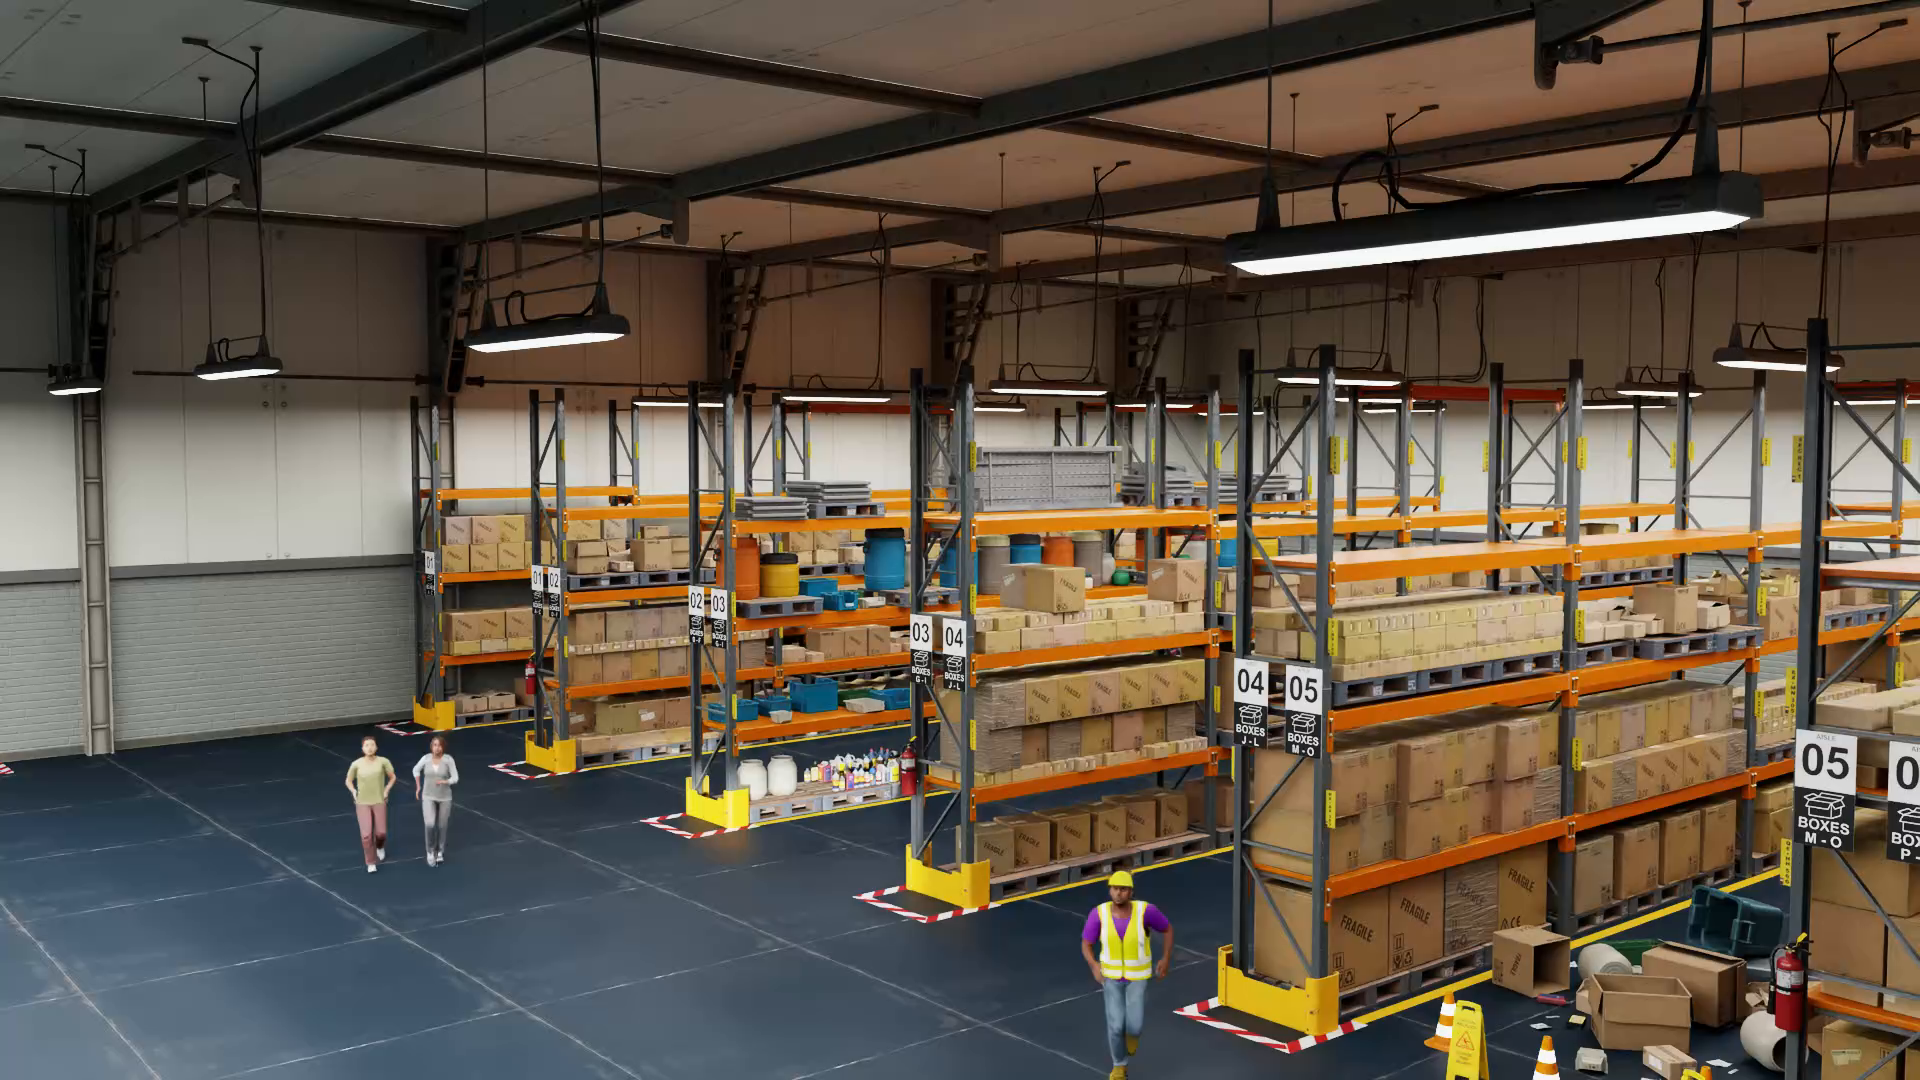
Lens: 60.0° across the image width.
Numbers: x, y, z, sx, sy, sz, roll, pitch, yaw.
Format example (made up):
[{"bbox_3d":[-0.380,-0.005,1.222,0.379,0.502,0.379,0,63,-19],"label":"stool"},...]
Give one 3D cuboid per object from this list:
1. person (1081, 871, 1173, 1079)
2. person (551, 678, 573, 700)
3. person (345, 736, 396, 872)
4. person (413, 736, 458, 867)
[{"bbox_3d":[1.336,3.516,13.403,0.733,1.725,0.658,1,3,11],"label":"person"},{"bbox_3d":[-6.758,2.608,28.498,0.576,1.744,0.649,-3,4,-41],"label":"person"},{"bbox_3d":[-7.103,3.167,20.049,0.578,1.620,0.567,-1,4,-19],"label":"person"},{"bbox_3d":[-6.360,3.169,20.196,0.519,1.585,0.625,-1,4,-19],"label":"person"}]
